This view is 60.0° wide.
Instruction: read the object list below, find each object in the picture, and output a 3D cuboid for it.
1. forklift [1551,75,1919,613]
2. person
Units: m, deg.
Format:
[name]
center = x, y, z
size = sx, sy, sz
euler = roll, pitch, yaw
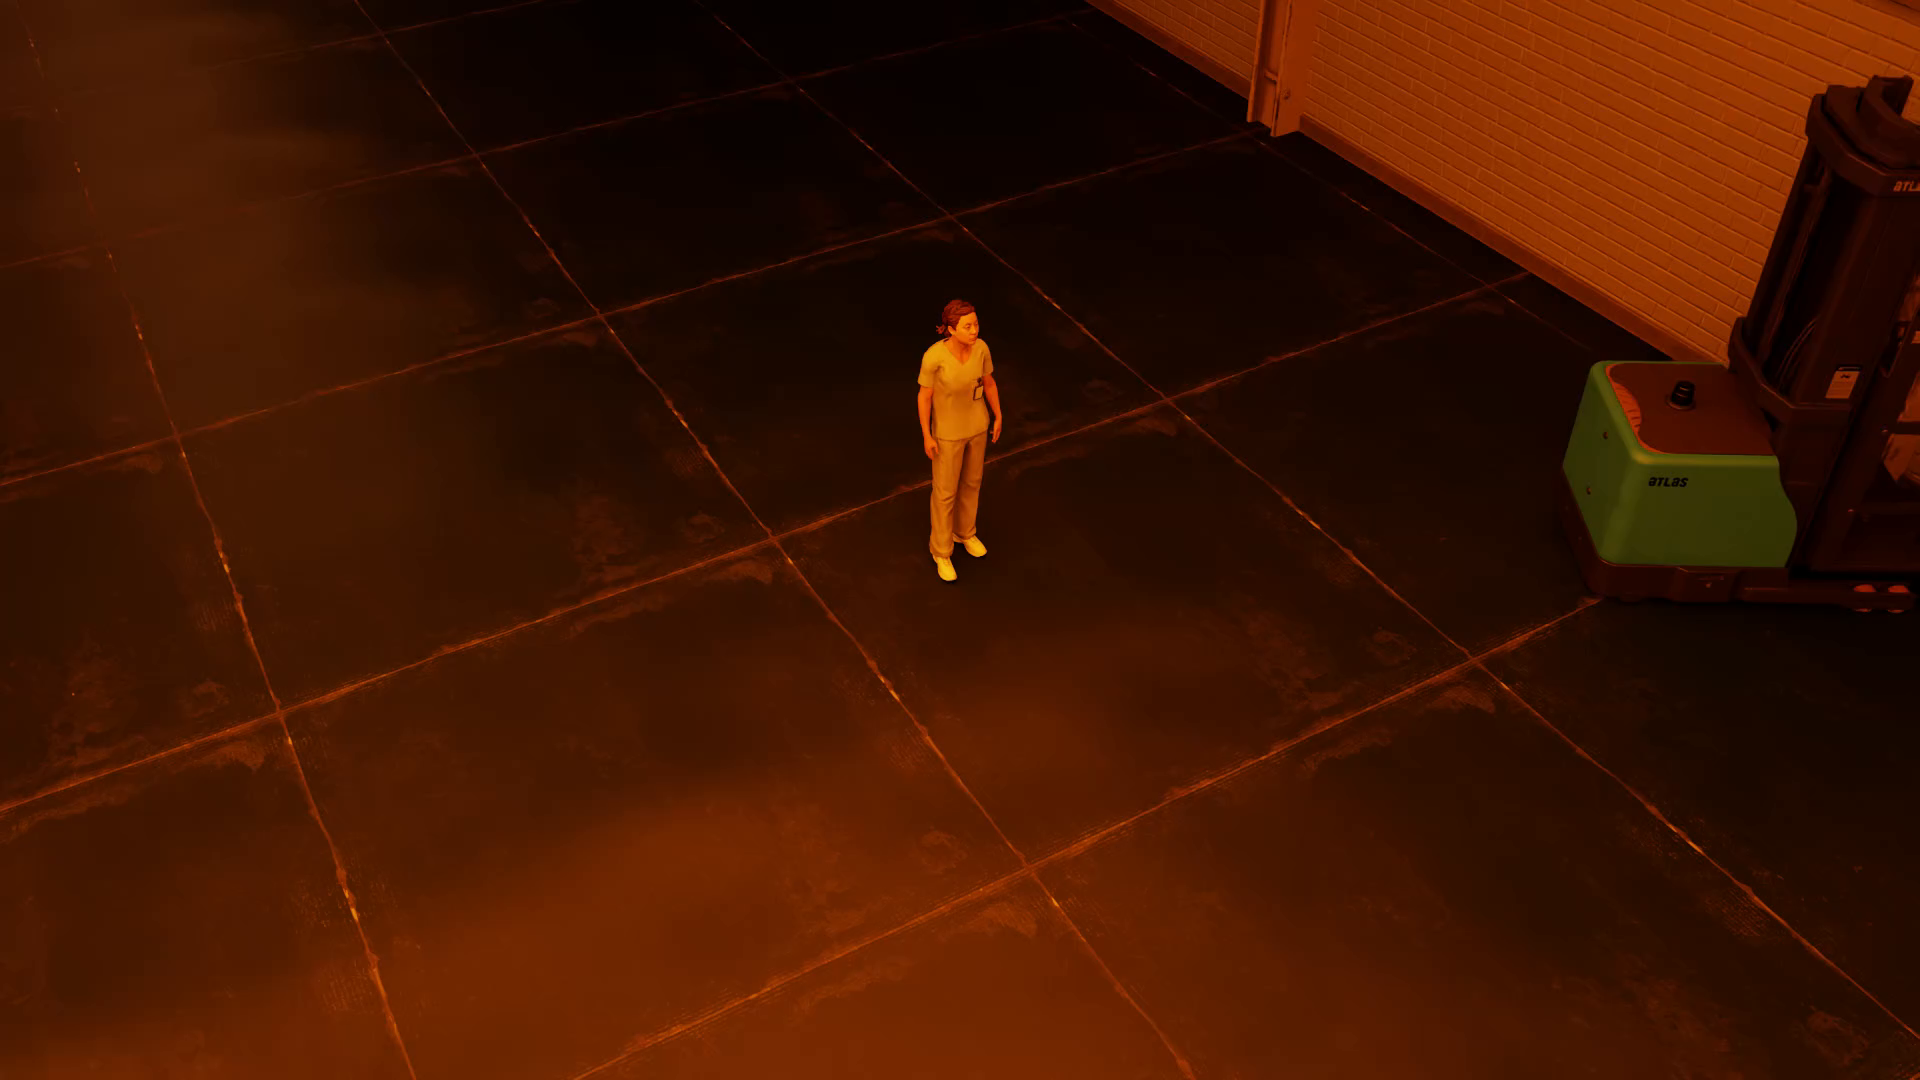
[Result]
[forklift]
center = 5.254, -1.046, 9.297
size = 3.031, 2.935, 1.130
euler = 1, 40, 1
[person]
center = 0.025, -0.606, 9.738
size = 0.549, 1.675, 0.549
euler = -20, 44, -23
